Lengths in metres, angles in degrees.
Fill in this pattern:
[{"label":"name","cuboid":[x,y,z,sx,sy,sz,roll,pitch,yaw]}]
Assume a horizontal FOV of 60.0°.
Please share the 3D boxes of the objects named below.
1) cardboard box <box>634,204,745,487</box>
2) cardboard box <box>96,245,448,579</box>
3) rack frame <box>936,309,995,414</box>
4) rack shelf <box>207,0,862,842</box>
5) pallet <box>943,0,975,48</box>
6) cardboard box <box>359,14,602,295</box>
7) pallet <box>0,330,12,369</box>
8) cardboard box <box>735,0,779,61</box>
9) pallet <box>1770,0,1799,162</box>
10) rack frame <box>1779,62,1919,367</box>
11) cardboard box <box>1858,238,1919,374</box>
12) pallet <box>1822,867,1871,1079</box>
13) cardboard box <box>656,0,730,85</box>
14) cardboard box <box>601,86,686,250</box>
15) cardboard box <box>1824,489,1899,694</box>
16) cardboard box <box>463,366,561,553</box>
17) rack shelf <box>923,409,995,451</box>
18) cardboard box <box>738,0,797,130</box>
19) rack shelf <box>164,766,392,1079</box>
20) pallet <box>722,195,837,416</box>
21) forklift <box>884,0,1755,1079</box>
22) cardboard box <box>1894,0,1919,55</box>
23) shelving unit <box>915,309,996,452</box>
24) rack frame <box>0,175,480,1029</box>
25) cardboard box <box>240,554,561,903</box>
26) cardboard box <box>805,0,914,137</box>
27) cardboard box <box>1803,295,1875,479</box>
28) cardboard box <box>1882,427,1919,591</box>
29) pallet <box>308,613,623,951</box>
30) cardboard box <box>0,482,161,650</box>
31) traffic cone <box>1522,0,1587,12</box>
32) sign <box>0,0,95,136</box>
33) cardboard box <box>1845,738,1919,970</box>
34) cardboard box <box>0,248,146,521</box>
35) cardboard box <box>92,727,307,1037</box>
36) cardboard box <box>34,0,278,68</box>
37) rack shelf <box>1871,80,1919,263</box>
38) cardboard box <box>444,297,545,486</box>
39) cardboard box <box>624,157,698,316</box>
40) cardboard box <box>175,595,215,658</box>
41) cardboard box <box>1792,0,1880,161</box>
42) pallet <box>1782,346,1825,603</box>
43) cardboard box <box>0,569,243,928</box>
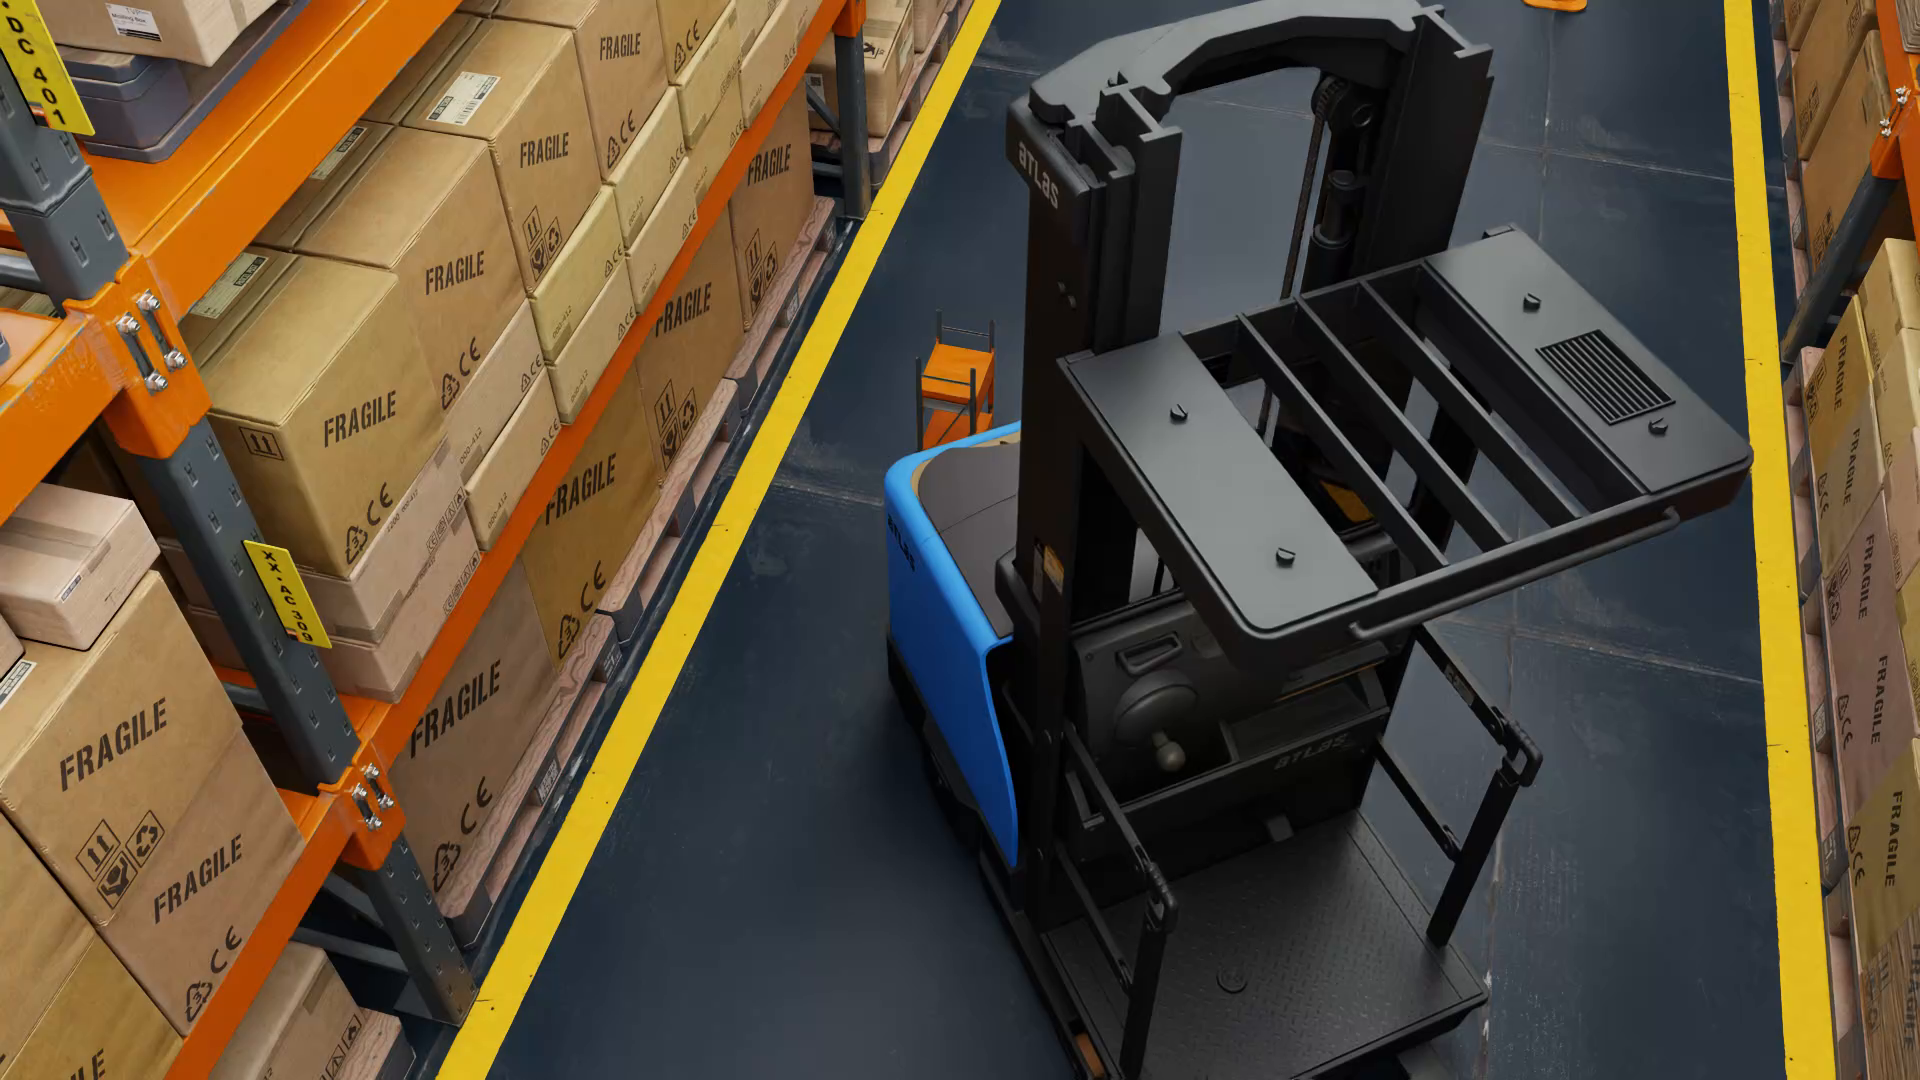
[{"label":"cardboard box","cuboid":[-1.402,-0.879,6.162,0.875,0.875,0.875,12,50,10]},{"label":"cardboard box","cuboid":[-1.561,-0.303,3.783,0.500,0.500,0.500,12,50,10]},{"label":"rack frame","cuboid":[0.018,-0.397,5.900,0.200,1.050,0.008,12,50,10]},{"label":"rack shelf","cuboid":[-1.428,-0.886,5.511,1.077,0.370,4.000,12,50,10]},{"label":"pallet","cuboid":[-0.371,-3.092,8.838,1.003,0.211,1.213,12,50,10]},{"label":"cardboard box","cuboid":[-1.319,-1.038,4.432,0.500,0.500,0.500,10,49,9]},{"label":"pallet","cuboid":[-2.179,-0.051,2.352,1.003,0.211,1.213,12,50,10]},{"label":"cardboard box","cuboid":[-0.915,-1.914,5.705,0.500,0.250,0.500,10,49,9]},{"label":"pallet","cuboid":[4.504,-2.179,8.032,1.003,0.211,1.213,12,50,10]},{"label":"rack frame","cuboid":[3.901,-1.667,5.720,1.000,3.000,0.127,12,50,10]},{"label":"cardboard box","cuboid":[3.486,-0.776,5.821,0.500,0.250,0.500,10,49,8]},{"label":"pallet","cuboid":[3.052,1.586,4.709,1.003,0.211,1.213,12,50,10]},{"label":"cardboard box","cuboid":[-1.049,-1.778,5.085,0.500,0.500,0.500,12,50,10]},{"label":"cardboard box","cuboid":[-1.166,-1.164,5.043,0.500,0.250,0.500,10,49,9]},{"label":"cardboard box","cuboid":[3.209,0.219,5.443,0.500,0.500,0.500,10,49,9]},{"label":"cardboard box","cuboid":[-1.449,-0.268,4.586,0.500,0.250,0.500,10,49,9]},{"label":"rack shelf","cuboid":[-0.014,-0.302,5.830,0.215,0.259,0.240,12,50,10]},{"label":"cardboard box","cuboid":[-0.903,-1.731,5.877,0.500,0.250,0.500,12,50,11]},{"label":"rack shelf","cuboid":[-2.480,2.008,2.957,1.077,0.370,4.000,12,50,10]},{"label":"pallet","cuboid":[-1.181,-1.092,7.073,1.003,0.211,1.213,12,50,10]},{"label":"forklift","cuboid":[0.804,0.376,3.963,1.130,2.935,3.031,-18,51,-15]},{"label":"cardboard box","cuboid":[3.760,-2.078,6.017,0.500,0.500,0.500,12,50,10]},{"label":"shelving unit","cuboid":[-0.014,-0.309,5.822,0.215,1.050,0.252,12,50,10]},{"label":"rack frame","cuboid":[-1.954,0.323,3.964,1.000,3.000,0.127,12,50,10]},{"label":"cardboard box","cuboid":[-1.868,0.423,5.013,0.875,0.875,0.875,13,50,11]},{"label":"cardboard box","cuboid":[-0.743,-2.246,7.705,0.950,0.372,0.625,9,49,7]},{"label":"cardboard box","cuboid":[3.469,-0.517,6.093,0.500,0.500,0.500,10,49,8]},{"label":"cardboard box","cuboid":[3.210,-0.053,5.183,0.500,0.250,0.500,12,50,10]},{"label":"pallet","cuboid":[-1.824,0.673,5.516,1.003,0.211,1.213,12,50,10]},{"label":"cardboard box","cuboid":[-1.728,0.030,3.057,0.380,0.149,0.250,11,49,9]},{"label":"traffic cone","cuboid":[3.144,-3.048,8.632,0.336,0.463,0.334,12,50,10]},{"label":"sign","cuboid":[-1.418,-0.758,2.520,0.100,0.325,0.005,12,50,10]},{"label":"cardboard box","cuboid":[2.935,0.959,4.790,0.500,0.500,0.500,11,49,9]},{"label":"cardboard box","cuboid":[-2.079,-0.414,3.881,0.500,0.500,0.500,13,50,11]},{"label":"cardboard box","cuboid":[-1.829,0.676,3.586,0.500,0.500,0.500,12,50,10]},{"label":"cardboard box","cuboid":[-1.485,-1.057,2.991,0.396,0.266,0.258,11,50,10]},{"label":"rack shelf","cuboid":[3.375,0.018,4.713,1.077,0.370,4.000,12,50,10]},{"label":"cardboard box","cuboid":[-1.456,-0.438,4.403,0.500,0.250,0.500,12,50,11]},{"label":"cardboard box","cuboid":[-1.158,-0.996,5.228,0.500,0.250,0.500,11,49,9]},{"label":"cardboard box","cuboid":[-2.079,-0.002,4.351,0.500,0.250,0.500,10,49,9]},{"label":"cardboard box","cuboid":[4.375,-2.117,7.338,1.050,0.750,0.750,12,50,11]},{"label":"pallet","cuboid":[3.694,-0.179,6.267,1.003,0.211,1.213,12,50,10]},{"label":"cardboard box","cuboid":[-1.812,0.355,3.203,0.500,0.500,0.500,11,50,10]}]
